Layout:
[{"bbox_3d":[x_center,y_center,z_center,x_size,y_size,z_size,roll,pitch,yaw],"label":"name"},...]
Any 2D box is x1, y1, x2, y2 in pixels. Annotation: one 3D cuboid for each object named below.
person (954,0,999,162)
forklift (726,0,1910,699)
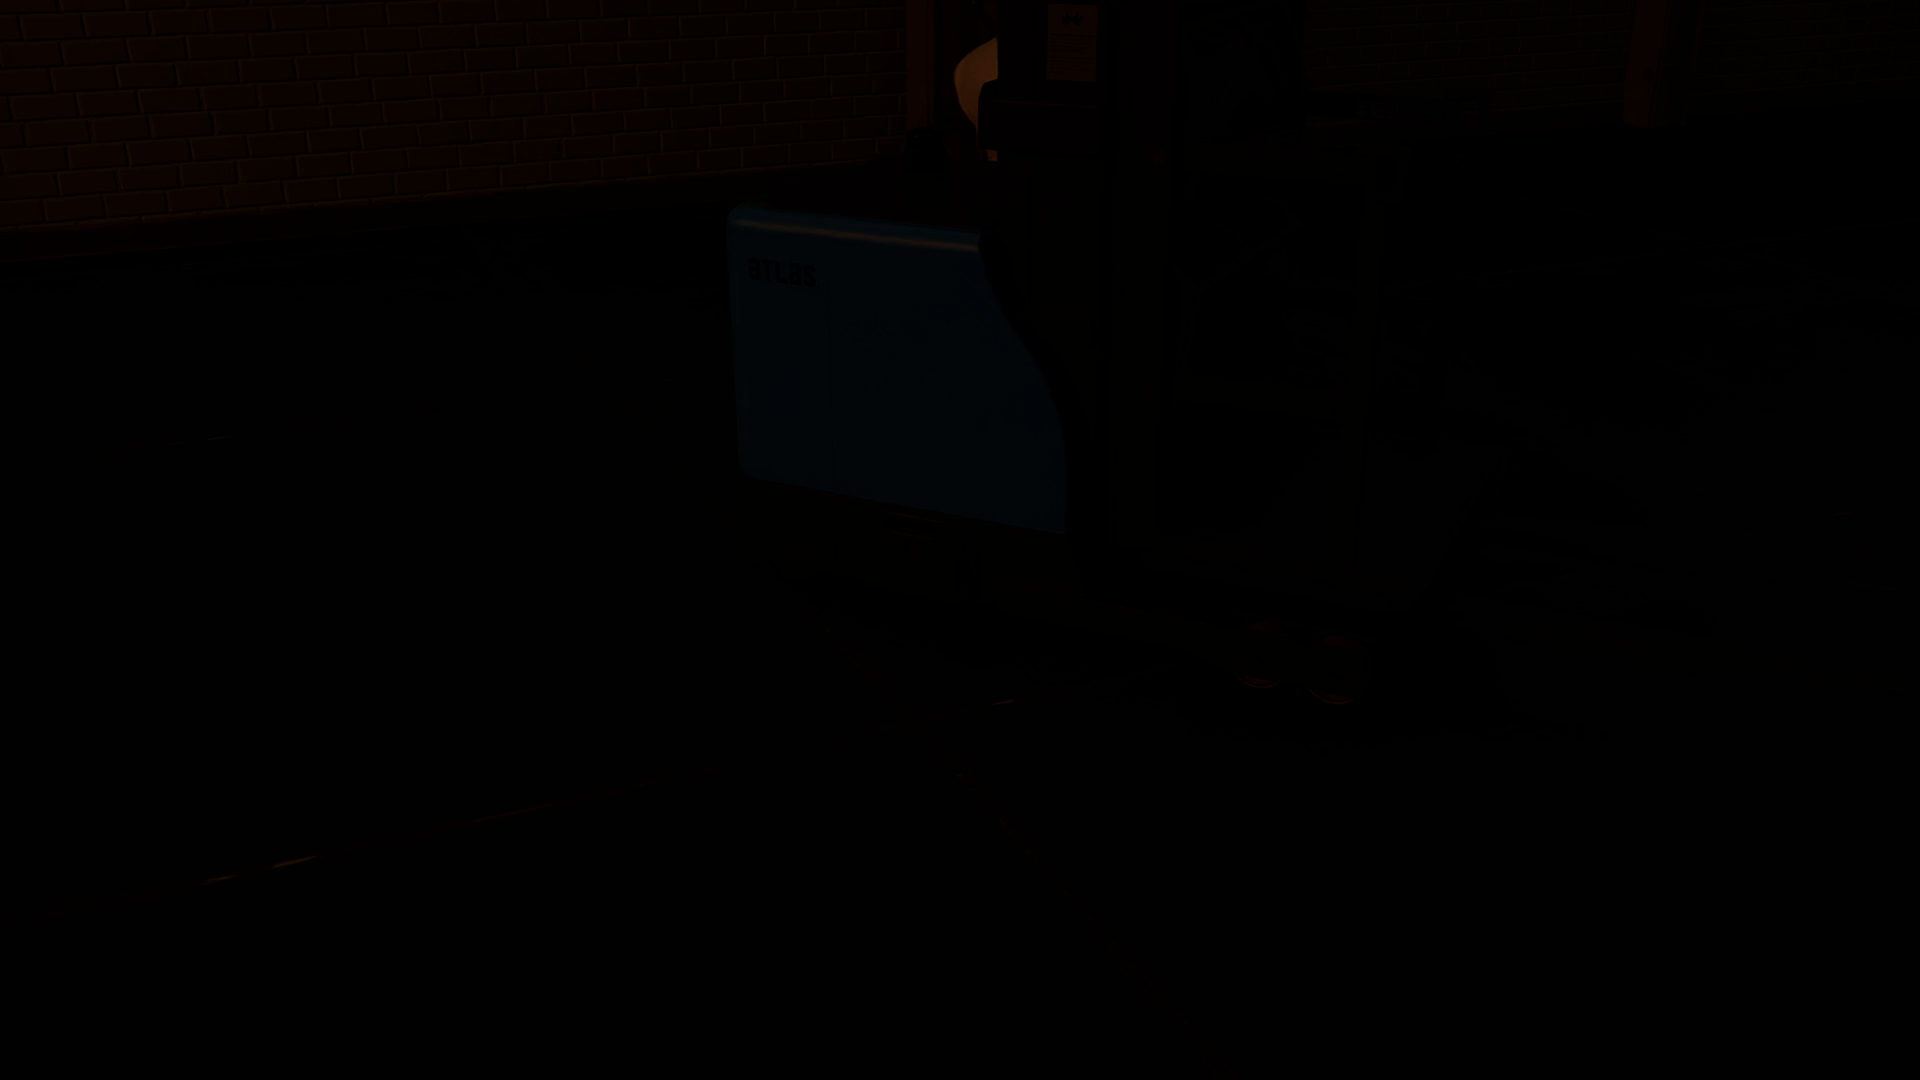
[{"bbox_3d":[0.396,-1.071,5.529,0.821,1.676,0.895,19,29,38],"label":"person"},{"bbox_3d":[0.904,-1.178,4.122,3.031,2.935,1.130,11,25,24],"label":"forklift"}]
